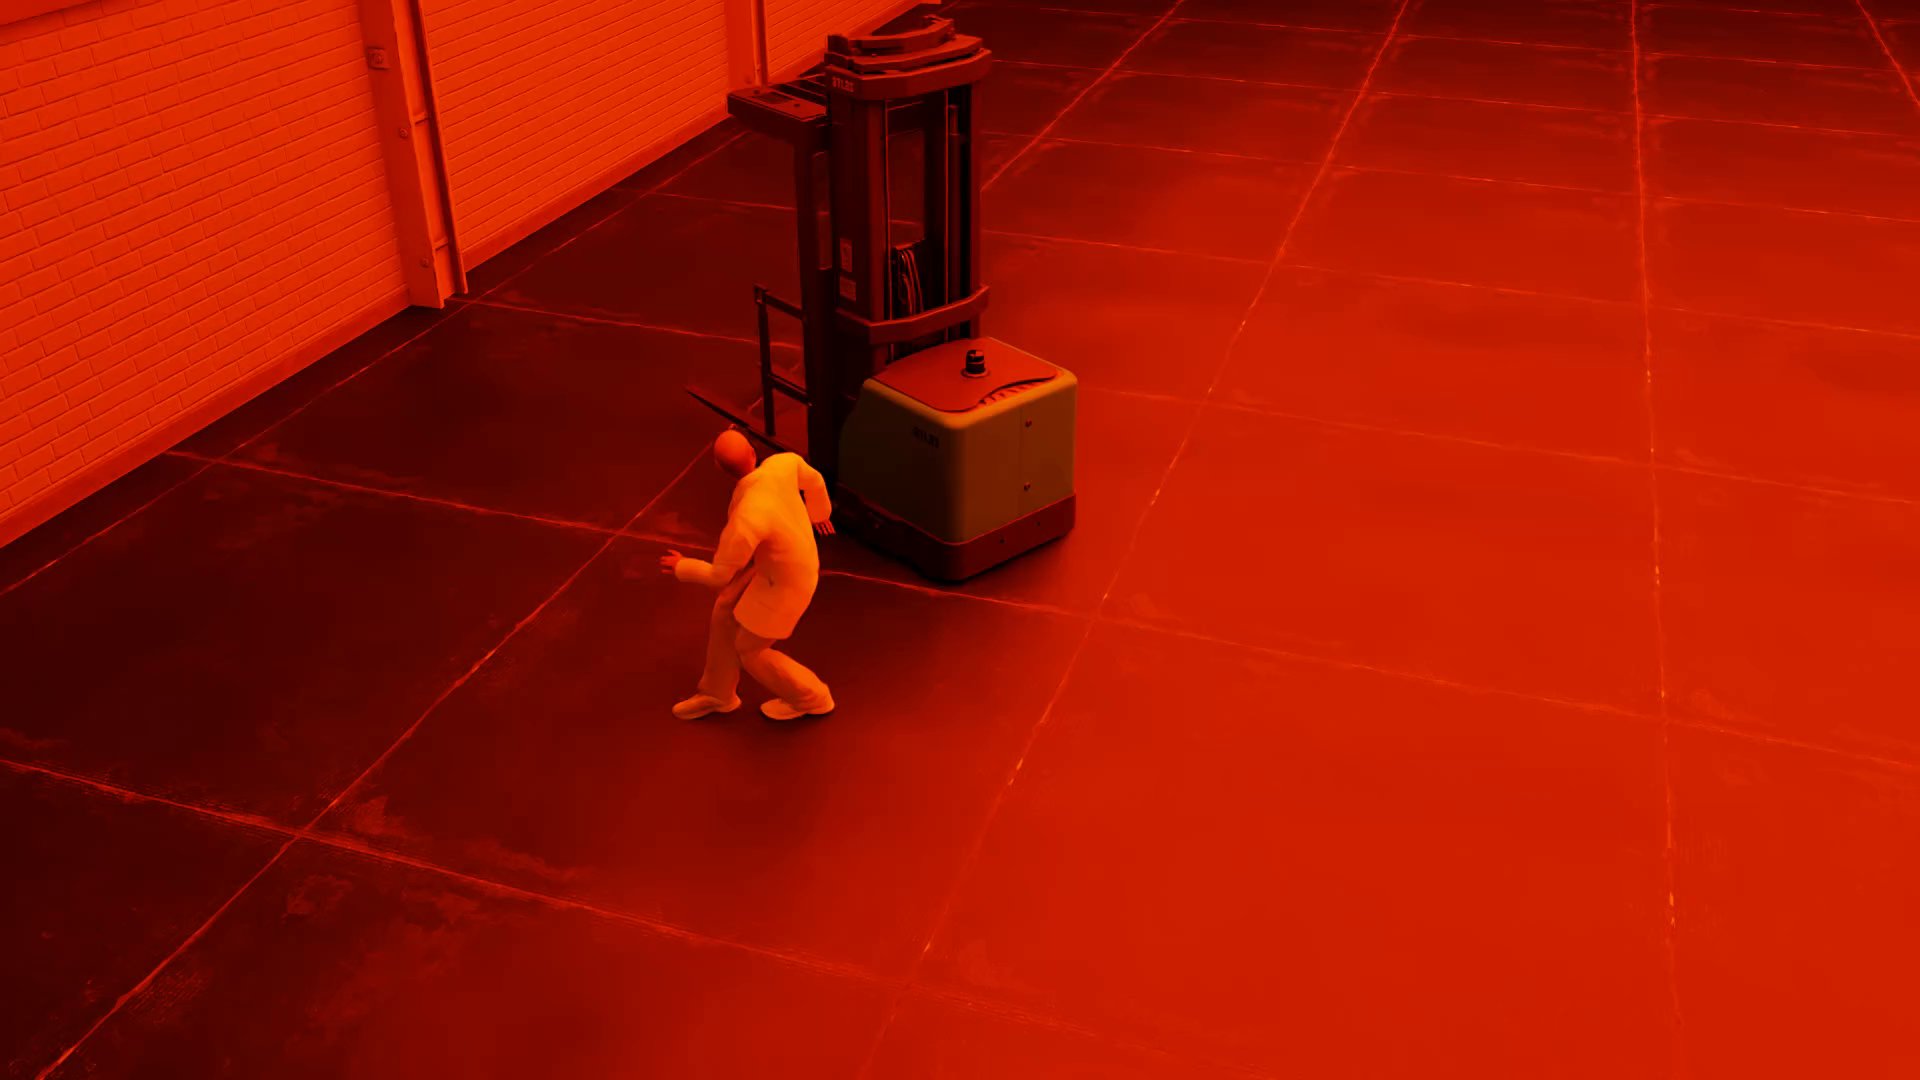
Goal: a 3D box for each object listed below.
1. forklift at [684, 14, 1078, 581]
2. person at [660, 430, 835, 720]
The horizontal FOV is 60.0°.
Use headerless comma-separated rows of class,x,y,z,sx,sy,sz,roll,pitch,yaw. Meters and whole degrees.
forklift,-0.654,-1.689,10.099,1.130,2.935,3.031,-24,37,-35
person,-1.057,0.136,8.252,0.831,1.616,0.808,1,30,2
